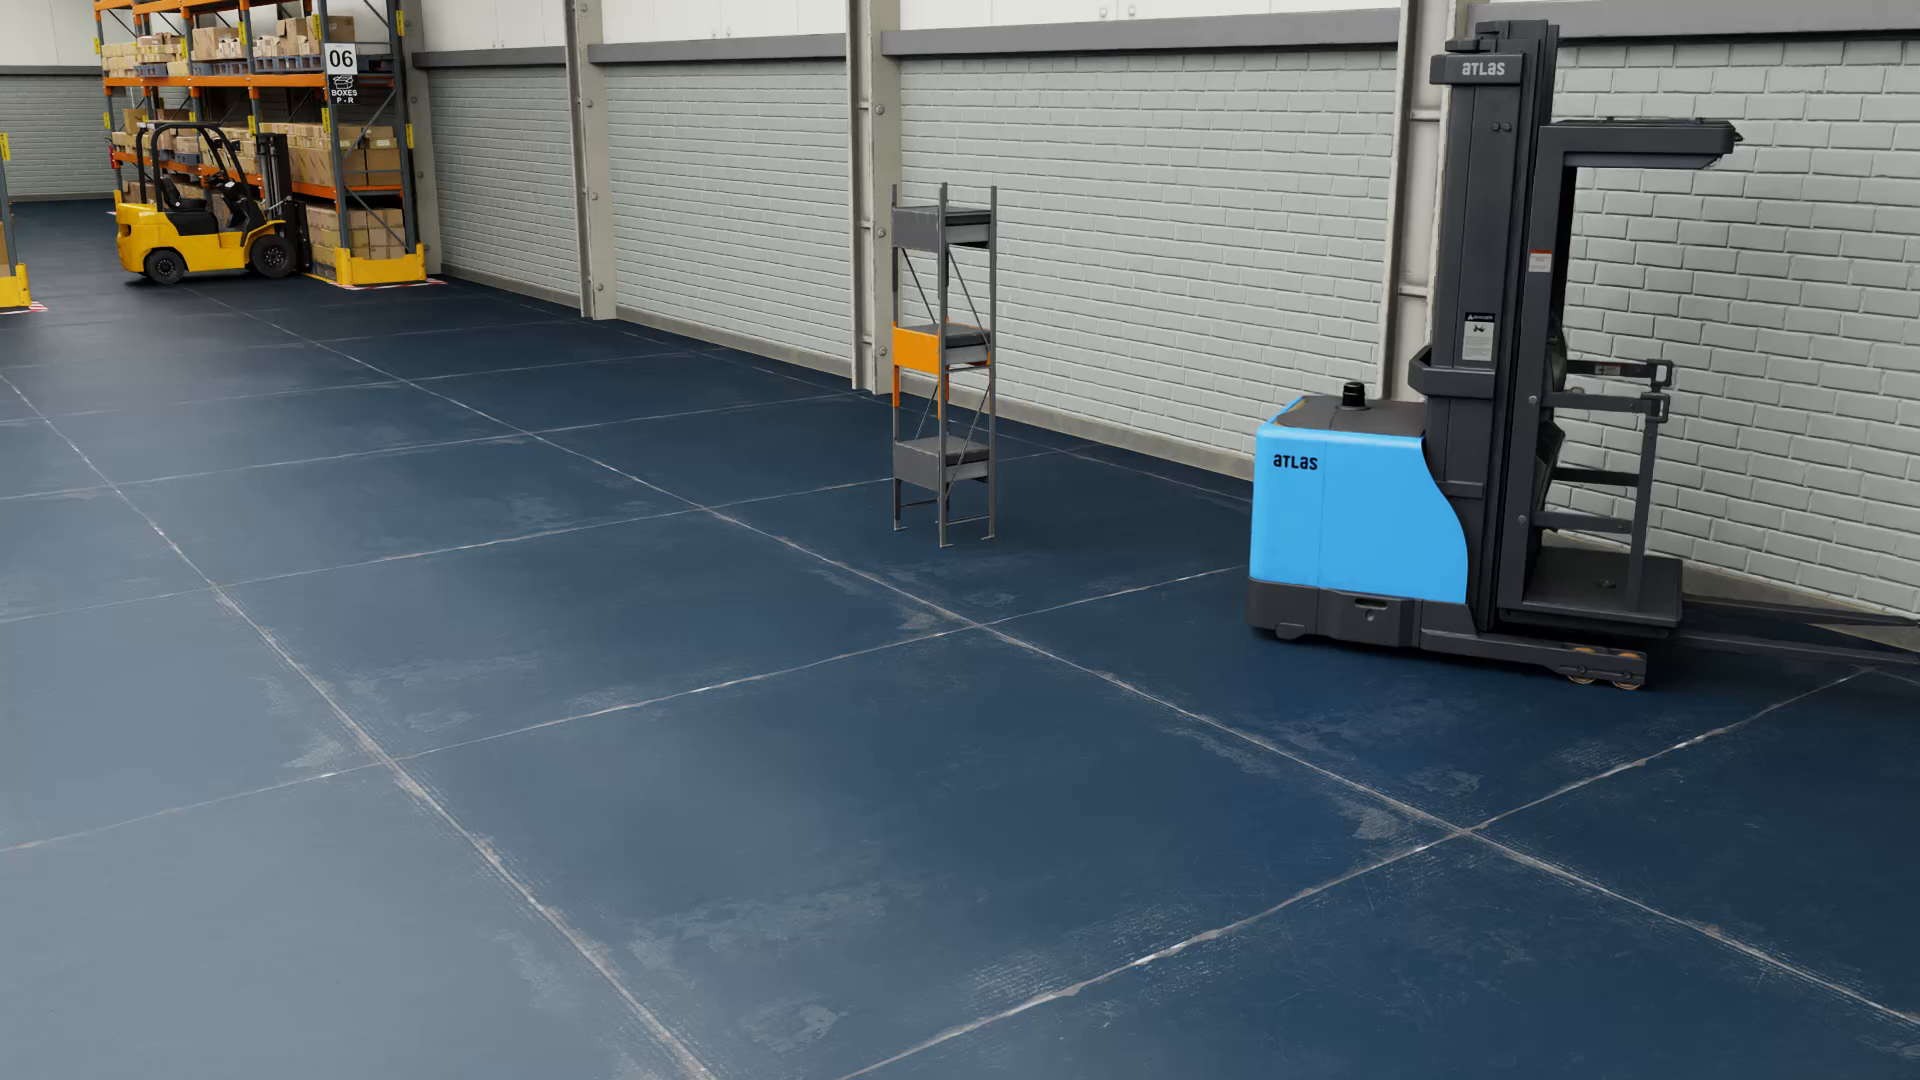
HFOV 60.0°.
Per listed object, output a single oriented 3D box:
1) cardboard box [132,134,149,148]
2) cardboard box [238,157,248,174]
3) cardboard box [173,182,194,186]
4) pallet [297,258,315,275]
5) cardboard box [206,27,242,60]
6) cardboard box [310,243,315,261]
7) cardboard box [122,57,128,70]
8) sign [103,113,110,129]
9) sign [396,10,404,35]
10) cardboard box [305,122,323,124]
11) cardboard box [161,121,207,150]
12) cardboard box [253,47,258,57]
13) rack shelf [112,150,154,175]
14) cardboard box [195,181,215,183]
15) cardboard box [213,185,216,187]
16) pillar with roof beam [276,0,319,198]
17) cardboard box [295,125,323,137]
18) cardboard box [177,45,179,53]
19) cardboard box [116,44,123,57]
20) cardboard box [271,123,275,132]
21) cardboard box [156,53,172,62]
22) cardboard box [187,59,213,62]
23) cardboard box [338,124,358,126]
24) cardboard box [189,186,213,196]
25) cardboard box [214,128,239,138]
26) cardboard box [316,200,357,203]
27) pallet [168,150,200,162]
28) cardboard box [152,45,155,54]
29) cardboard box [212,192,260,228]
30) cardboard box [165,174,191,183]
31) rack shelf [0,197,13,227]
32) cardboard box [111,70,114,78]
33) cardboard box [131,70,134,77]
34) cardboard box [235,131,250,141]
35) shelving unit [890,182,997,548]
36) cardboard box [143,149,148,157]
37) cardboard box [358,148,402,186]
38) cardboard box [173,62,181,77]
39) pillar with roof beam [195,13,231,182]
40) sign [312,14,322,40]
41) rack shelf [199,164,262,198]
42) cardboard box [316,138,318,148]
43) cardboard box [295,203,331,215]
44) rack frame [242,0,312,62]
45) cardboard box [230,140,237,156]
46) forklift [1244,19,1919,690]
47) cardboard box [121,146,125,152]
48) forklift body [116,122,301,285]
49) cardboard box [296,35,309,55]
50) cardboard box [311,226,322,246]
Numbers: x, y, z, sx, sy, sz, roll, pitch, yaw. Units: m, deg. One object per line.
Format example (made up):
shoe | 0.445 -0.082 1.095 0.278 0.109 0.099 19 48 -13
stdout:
cardboard box | -16.260 -7.999 33.341 0.500 0.250 0.500 -11 19 -35
cardboard box | -11.278 -6.037 26.734 0.500 0.250 0.500 -11 19 -35
cardboard box | -14.793 -6.736 31.714 0.380 0.149 0.250 -12 19 -37
pallet | -9.315 -4.154 24.852 1.003 0.211 1.213 -11 19 -35
cardboard box | -11.995 -8.126 27.226 0.500 0.500 0.500 -10 18 -33
cardboard box | -9.222 -4.225 24.244 0.500 0.250 0.500 -11 19 -34
cardboard box | -16.266 -9.446 32.947 0.500 0.250 0.500 -10 18 -33
sign | -17.965 -8.831 35.021 0.100 0.325 0.005 -11 19 -35
sign | -7.666 -7.073 22.748 0.100 0.325 0.005 -11 19 -35
cardboard box | -9.924 -6.359 25.646 0.380 0.149 0.250 -11 19 -36
cardboard box | -14.304 -7.478 30.733 0.700 0.500 0.500 -11 19 -35
cardboard box | -10.452 -7.369 25.127 0.380 0.149 0.250 -10 18 -33
rack shelf | -16.350 -7.724 33.978 1.077 0.370 4.000 -11 19 -35
cardboard box | -14.565 -6.864 32.185 0.380 0.149 0.250 -11 19 -35
cardboard box | -13.680 -6.527 30.953 0.380 0.149 0.250 -11 19 -34
pillar with roof beam | -14.809 -8.877 25.462 9.100 9.000 0.400 -11 19 -35
cardboard box | -9.331 -5.887 23.921 0.380 0.149 0.250 -10 18 -33
cardboard box | -13.645 -8.710 29.500 0.380 0.149 0.250 -11 19 -35
cardboard box | -16.570 -9.799 33.289 0.500 0.250 0.500 -10 18 -33
cardboard box | -10.281 -6.287 25.383 0.380 0.149 0.250 -11 19 -34
cardboard box | -14.395 -8.770 30.247 0.380 0.149 0.250 -10 18 -33
cardboard box | -13.225 -8.395 28.913 0.380 0.149 0.250 -10 18 -33
cardboard box | -9.029 -6.026 24.428 0.380 0.149 0.250 -11 19 -34
cardboard box | -13.887 -6.399 30.484 0.380 0.149 0.250 -11 19 -35
cardboard box | -12.379 -6.876 28.097 0.380 0.149 0.250 -11 19 -34
cardboard box | -9.428 -5.003 25.193 0.500 0.250 0.500 -11 19 -34
pallet | -13.969 -7.112 30.741 1.003 0.211 1.213 -11 19 -35
cardboard box | -14.540 -8.967 30.403 0.380 0.149 0.250 -11 19 -34
cardboard box | -12.466 -5.712 28.965 0.875 0.625 0.625 -10 18 -33
cardboard box | -14.987 -6.931 31.866 0.380 0.149 0.250 -12 19 -37
rack shelf | -13.307 -4.390 21.797 1.077 0.370 4.000 -11 19 -35
cardboard box | -17.151 -9.541 34.047 0.380 0.149 0.250 -10 18 -33
cardboard box | -16.057 -9.165 32.674 0.380 0.149 0.250 -11 19 -35
cardboard box | -11.380 -6.483 26.664 0.380 0.149 0.250 -12 19 -36
shelving unit | -0.097 -1.048 9.928 0.431 2.100 0.503 -11 19 -35
cardboard box | -15.909 -7.656 32.841 0.380 0.149 0.250 -10 18 -33
cardboard box | -8.185 -5.279 23.491 0.500 0.500 0.500 -10 18 -33
cardboard box | -13.616 -8.343 29.480 0.500 0.250 0.500 -11 19 -34
pillar with roof beam | -18.336 -10.158 30.143 9.100 9.000 0.400 -11 19 -35
sign | -8.565 -6.836 22.161 0.100 0.325 0.005 -11 19 -35
rack shelf | -11.646 -6.016 27.736 1.077 0.370 4.000 -11 19 -35
cardboard box | -8.826 -5.588 23.392 0.380 0.149 0.250 -10 18 -34
cardboard box | -9.543 -4.814 24.501 0.500 0.250 0.500 -11 19 -36
rack frame | -10.470 -8.829 25.289 1.000 3.000 0.127 -11 19 -35
cardboard box | -11.570 -6.388 27.072 0.500 0.250 0.500 -10 18 -33
forklift | 2.988 -0.891 7.778 3.031 2.935 1.130 6 17 22
cardboard box | -17.367 -8.217 34.892 0.380 0.149 0.250 -10 18 -33
forklift body | -10.709 -4.794 23.517 2.313 2.155 1.214 -11 19 -35
cardboard box | -9.000 -6.898 23.185 0.396 0.266 0.258 -11 19 -34
cardboard box | -8.943 -4.363 23.801 0.500 0.250 0.500 -11 19 -35
